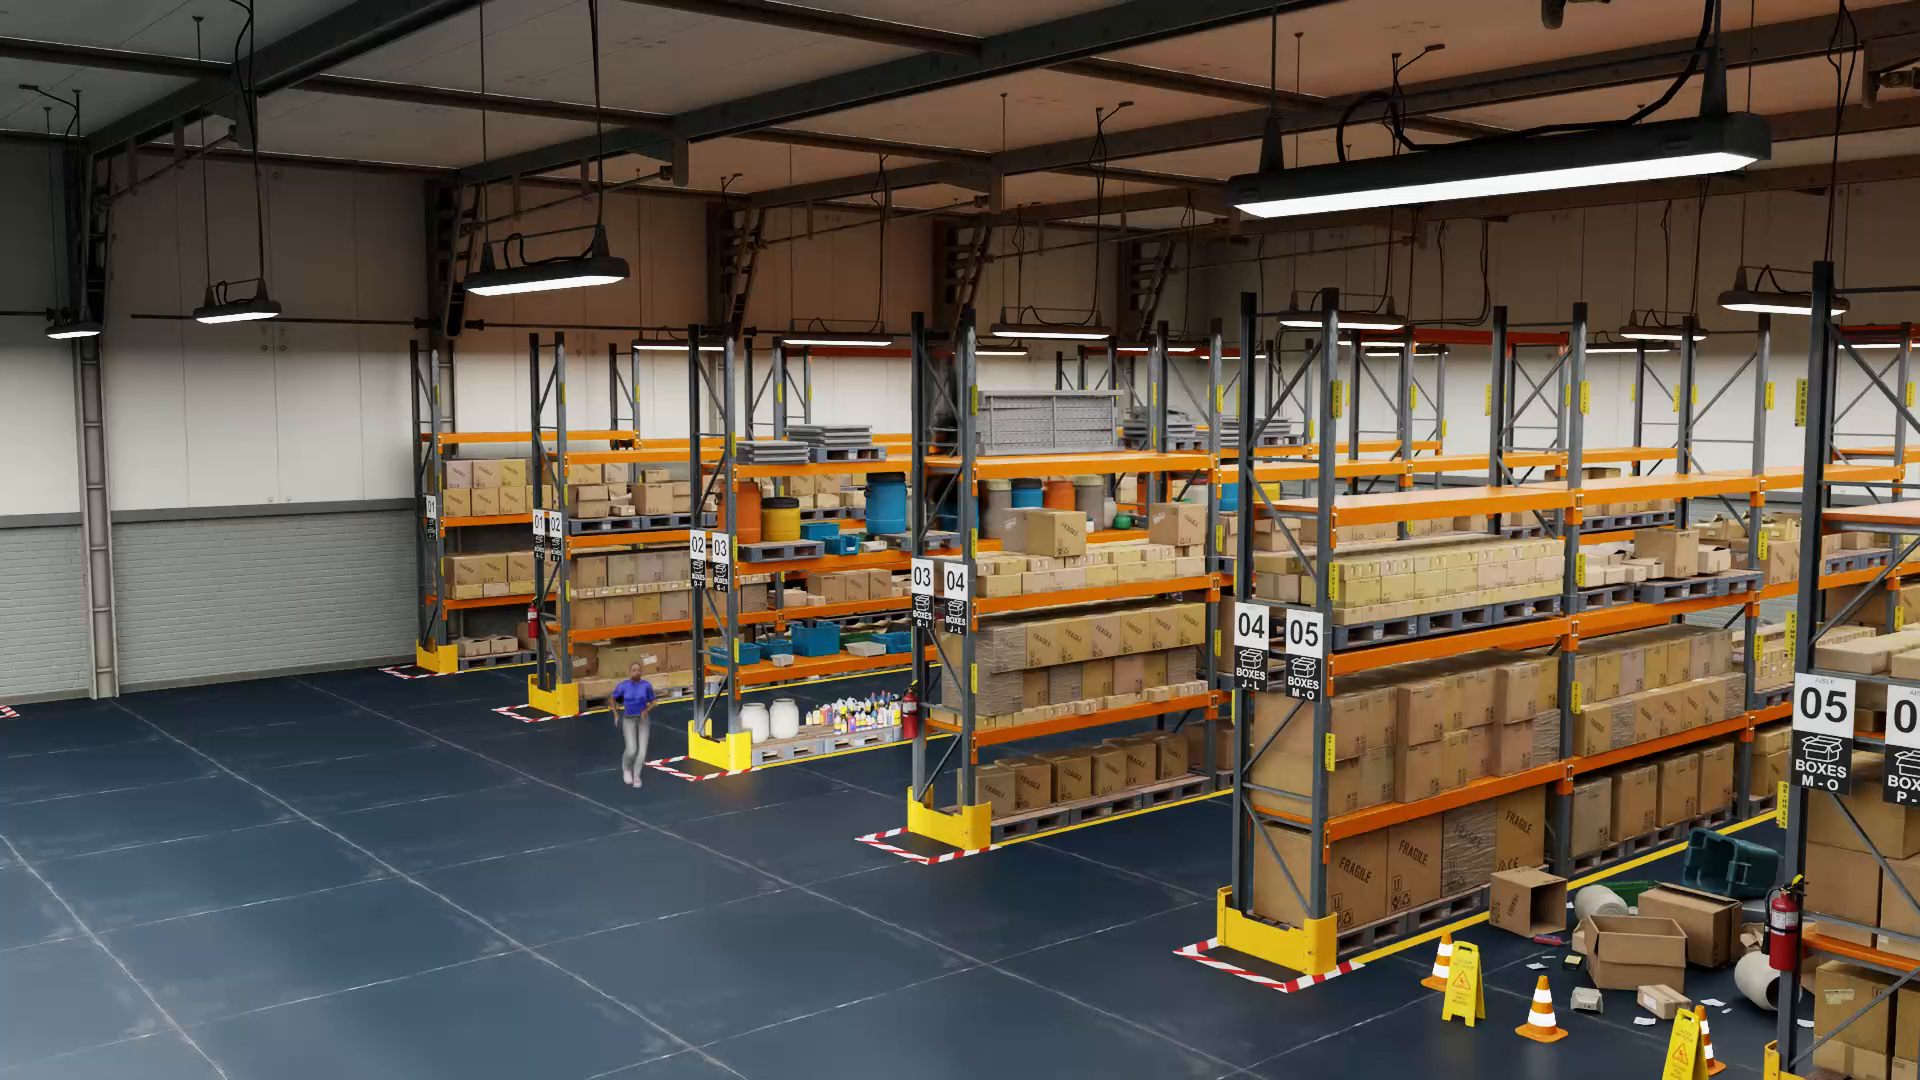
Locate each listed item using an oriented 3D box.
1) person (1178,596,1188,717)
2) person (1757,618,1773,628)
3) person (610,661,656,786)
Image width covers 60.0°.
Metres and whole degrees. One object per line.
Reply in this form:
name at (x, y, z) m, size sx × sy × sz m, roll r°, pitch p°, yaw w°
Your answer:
person at (3.516, 1.748, 25.432) m, size 0.728 × 1.857 × 0.831 m, roll 4°, pitch 7°, yaw 40°
person at (12.184, 2.013, 25.295) m, size 0.554 × 1.659 × 0.616 m, roll -4°, pitch 6°, yaw -34°
person at (-4.172, 2.377, 21.372) m, size 0.561 × 1.624 × 0.607 m, roll -2°, pitch 6°, yaw -23°
